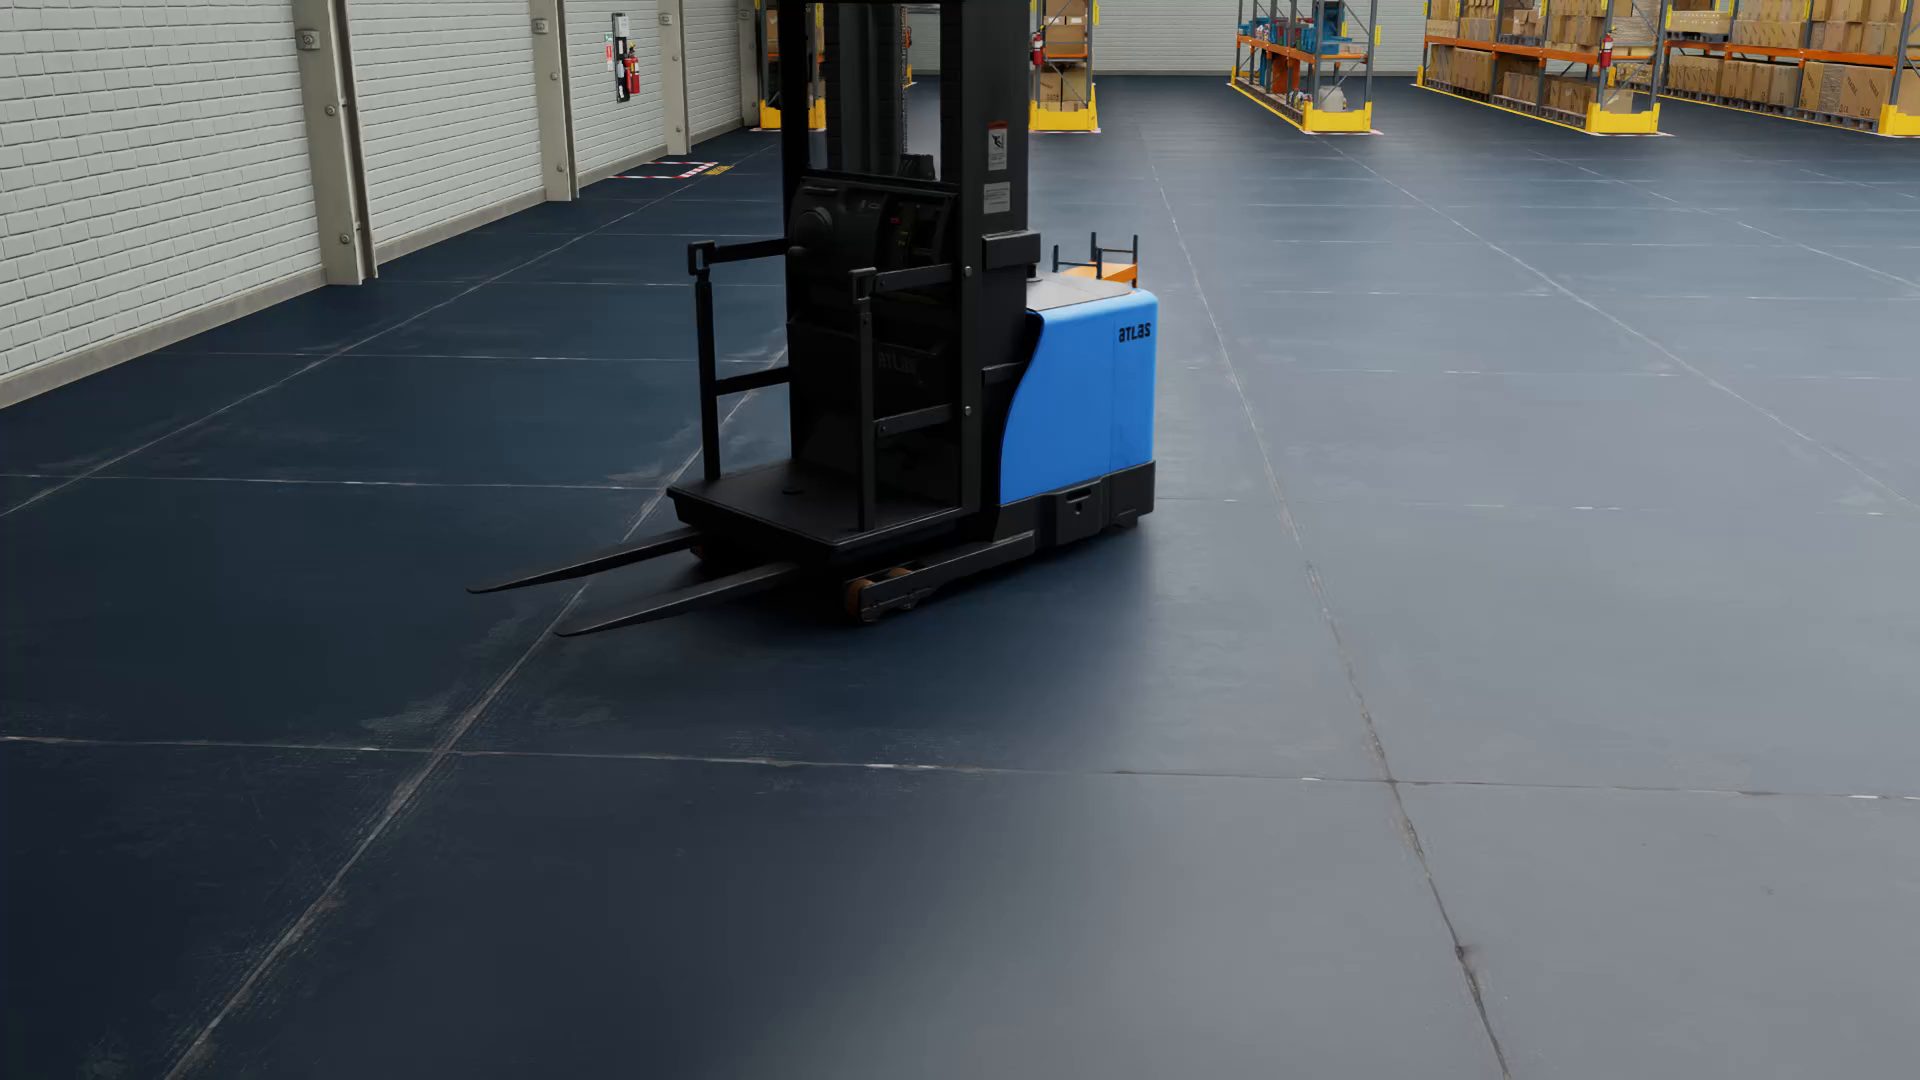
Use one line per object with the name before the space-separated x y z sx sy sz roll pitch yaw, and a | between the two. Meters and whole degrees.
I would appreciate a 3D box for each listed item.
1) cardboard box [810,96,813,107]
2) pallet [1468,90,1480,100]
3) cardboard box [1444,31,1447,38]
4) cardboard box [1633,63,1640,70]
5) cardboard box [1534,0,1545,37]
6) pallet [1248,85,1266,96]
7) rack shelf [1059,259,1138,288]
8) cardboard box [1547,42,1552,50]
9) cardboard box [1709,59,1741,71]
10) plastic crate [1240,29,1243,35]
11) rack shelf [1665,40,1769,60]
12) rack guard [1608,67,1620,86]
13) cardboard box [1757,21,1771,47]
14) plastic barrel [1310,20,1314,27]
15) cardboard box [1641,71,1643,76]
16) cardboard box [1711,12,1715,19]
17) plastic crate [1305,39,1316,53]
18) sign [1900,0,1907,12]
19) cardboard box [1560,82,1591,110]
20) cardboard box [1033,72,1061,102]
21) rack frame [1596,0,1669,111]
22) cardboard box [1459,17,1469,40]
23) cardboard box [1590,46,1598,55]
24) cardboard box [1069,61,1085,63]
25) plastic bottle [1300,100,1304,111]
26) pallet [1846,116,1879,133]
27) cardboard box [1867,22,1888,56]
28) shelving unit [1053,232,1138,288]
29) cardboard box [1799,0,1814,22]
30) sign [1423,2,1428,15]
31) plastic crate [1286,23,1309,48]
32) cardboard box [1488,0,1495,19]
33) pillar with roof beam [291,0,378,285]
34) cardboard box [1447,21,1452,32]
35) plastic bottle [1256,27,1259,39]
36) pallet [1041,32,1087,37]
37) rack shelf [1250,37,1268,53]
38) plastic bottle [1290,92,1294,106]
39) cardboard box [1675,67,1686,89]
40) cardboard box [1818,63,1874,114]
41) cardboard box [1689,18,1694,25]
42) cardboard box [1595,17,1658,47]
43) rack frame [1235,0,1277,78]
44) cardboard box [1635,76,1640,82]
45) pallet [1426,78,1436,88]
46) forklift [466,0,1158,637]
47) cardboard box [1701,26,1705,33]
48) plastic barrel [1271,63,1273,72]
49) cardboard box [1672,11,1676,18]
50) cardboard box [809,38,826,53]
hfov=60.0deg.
cardboard box | -2.942 -8.132 31.035 0.500 0.311 0.500 -1 18 -2
pallet | 12.536 -10.437 38.935 1.003 0.211 1.213 1 18 4
cardboard box | 12.369 -12.685 41.723 0.380 0.149 0.250 2 18 5
cardboard box | 17.376 -12.046 42.318 0.380 0.149 0.250 2 18 5
cardboard box | 12.224 -10.627 33.399 1.000 1.000 1.000 1 18 4
pallet | 7.563 -10.930 40.440 1.003 0.211 1.213 1 18 4
rack shelf | 0.653 -1.237 8.010 0.258 0.148 0.480 8 20 24
cardboard box | 11.681 -9.642 32.434 0.380 0.149 0.250 1 18 4
cardboard box | 17.041 -10.585 37.045 0.500 0.250 0.500 1 18 3
plastic crate | 7.447 -13.261 43.405 0.250 0.136 0.298 1 18 4
rack shelf | 17.397 -11.278 38.180 1.077 0.370 4.000 1 18 4
rack guard | 17.822 -12.272 44.072 1.175 0.500 0.348 1 18 4
cardboard box | 16.844 -10.443 34.317 0.500 0.500 0.500 1 18 3
plastic barrel | 7.374 -10.366 34.022 0.433 0.535 0.433 0 18 0
cardboard box | 17.470 -11.820 42.105 0.380 0.149 0.250 2 18 7
cardboard box | 16.852 -11.602 36.787 0.380 0.149 0.250 1 18 3
plastic crate | 6.590 -9.060 30.493 0.499 0.251 0.408 1 18 4
sign | 16.140 -9.193 28.422 0.100 0.325 0.005 1 18 4
cardboard box | 11.925 -8.609 32.218 0.500 0.500 0.500 7 20 21
cardboard box | 1.601 -8.301 30.476 0.500 0.500 0.500 1 18 4
rack frame | 11.740 -8.656 29.023 1.000 3.000 0.127 1 18 4
cardboard box | 12.318 -12.293 39.962 0.500 0.500 0.500 1 18 4
cardboard box | 11.540 -8.786 29.824 0.380 0.149 0.250 1 18 4
cardboard box | 2.850 -12.212 43.177 0.797 0.503 0.637 1 18 4
plastic bottle | 6.495 -8.226 31.498 0.097 0.201 0.097 0 18 0
pallet | 16.660 -7.439 29.787 1.003 0.211 1.213 1 18 4
cardboard box | 16.679 -8.873 29.443 0.875 0.550 0.550 1 18 4
shelving unit | 0.653 -0.864 8.132 0.258 1.200 0.503 8 20 24
cardboard box | 16.997 -10.433 32.680 0.700 0.500 0.500 1 18 3
sign | 12.334 -14.089 44.085 0.100 0.325 0.005 1 18 4
plastic crate | 6.816 -10.197 33.622 0.402 0.464 0.583 1 18 4
cardboard box | 12.432 -12.094 37.743 0.797 0.503 0.637 2 18 5
pillar with roof beam | -0.891 -6.389 12.469 9.100 9.000 0.400 1 18 4
cardboard box | 12.405 -12.757 41.301 0.500 0.250 0.500 2 18 6
plastic bottle | 7.202 -12.220 40.107 0.097 0.271 0.097 0 18 0
pallet | 2.412 -11.484 37.961 1.213 0.211 1.003 1 18 4
rack shelf | 7.517 -11.531 38.951 1.077 0.370 4.000 1 18 4
plastic bottle | 6.631 -8.734 32.927 0.152 0.276 0.135 2 18 6
cardboard box | 17.187 -10.865 39.103 0.500 0.500 0.500 2 18 6
cardboard box | 16.791 -8.472 31.200 0.875 0.875 0.875 1 18 4
cardboard box | 16.944 -11.865 38.066 0.380 0.149 0.250 1 18 3
cardboard box | 11.807 -9.015 29.480 0.875 0.500 0.500 1 18 4
rack frame | 7.947 -13.736 44.526 1.000 3.000 0.127 1 18 4
cardboard box | 17.373 -11.692 42.191 0.380 0.149 0.250 1 18 4
pallet | 12.908 -12.050 43.859 1.003 0.211 1.213 1 18 4
forklift | -0.515 -1.256 6.548 3.031 2.935 1.130 -17 25 -42
cardboard box | 16.890 -11.477 37.360 0.380 0.149 0.250 1 18 3
plastic barrel | 7.473 -10.808 38.788 0.600 0.588 0.708 1 18 4
cardboard box | 17.040 -12.405 39.238 0.380 0.149 0.250 2 18 5
cardboard box | -2.730 -9.071 30.496 0.500 0.250 0.500 1 18 2
